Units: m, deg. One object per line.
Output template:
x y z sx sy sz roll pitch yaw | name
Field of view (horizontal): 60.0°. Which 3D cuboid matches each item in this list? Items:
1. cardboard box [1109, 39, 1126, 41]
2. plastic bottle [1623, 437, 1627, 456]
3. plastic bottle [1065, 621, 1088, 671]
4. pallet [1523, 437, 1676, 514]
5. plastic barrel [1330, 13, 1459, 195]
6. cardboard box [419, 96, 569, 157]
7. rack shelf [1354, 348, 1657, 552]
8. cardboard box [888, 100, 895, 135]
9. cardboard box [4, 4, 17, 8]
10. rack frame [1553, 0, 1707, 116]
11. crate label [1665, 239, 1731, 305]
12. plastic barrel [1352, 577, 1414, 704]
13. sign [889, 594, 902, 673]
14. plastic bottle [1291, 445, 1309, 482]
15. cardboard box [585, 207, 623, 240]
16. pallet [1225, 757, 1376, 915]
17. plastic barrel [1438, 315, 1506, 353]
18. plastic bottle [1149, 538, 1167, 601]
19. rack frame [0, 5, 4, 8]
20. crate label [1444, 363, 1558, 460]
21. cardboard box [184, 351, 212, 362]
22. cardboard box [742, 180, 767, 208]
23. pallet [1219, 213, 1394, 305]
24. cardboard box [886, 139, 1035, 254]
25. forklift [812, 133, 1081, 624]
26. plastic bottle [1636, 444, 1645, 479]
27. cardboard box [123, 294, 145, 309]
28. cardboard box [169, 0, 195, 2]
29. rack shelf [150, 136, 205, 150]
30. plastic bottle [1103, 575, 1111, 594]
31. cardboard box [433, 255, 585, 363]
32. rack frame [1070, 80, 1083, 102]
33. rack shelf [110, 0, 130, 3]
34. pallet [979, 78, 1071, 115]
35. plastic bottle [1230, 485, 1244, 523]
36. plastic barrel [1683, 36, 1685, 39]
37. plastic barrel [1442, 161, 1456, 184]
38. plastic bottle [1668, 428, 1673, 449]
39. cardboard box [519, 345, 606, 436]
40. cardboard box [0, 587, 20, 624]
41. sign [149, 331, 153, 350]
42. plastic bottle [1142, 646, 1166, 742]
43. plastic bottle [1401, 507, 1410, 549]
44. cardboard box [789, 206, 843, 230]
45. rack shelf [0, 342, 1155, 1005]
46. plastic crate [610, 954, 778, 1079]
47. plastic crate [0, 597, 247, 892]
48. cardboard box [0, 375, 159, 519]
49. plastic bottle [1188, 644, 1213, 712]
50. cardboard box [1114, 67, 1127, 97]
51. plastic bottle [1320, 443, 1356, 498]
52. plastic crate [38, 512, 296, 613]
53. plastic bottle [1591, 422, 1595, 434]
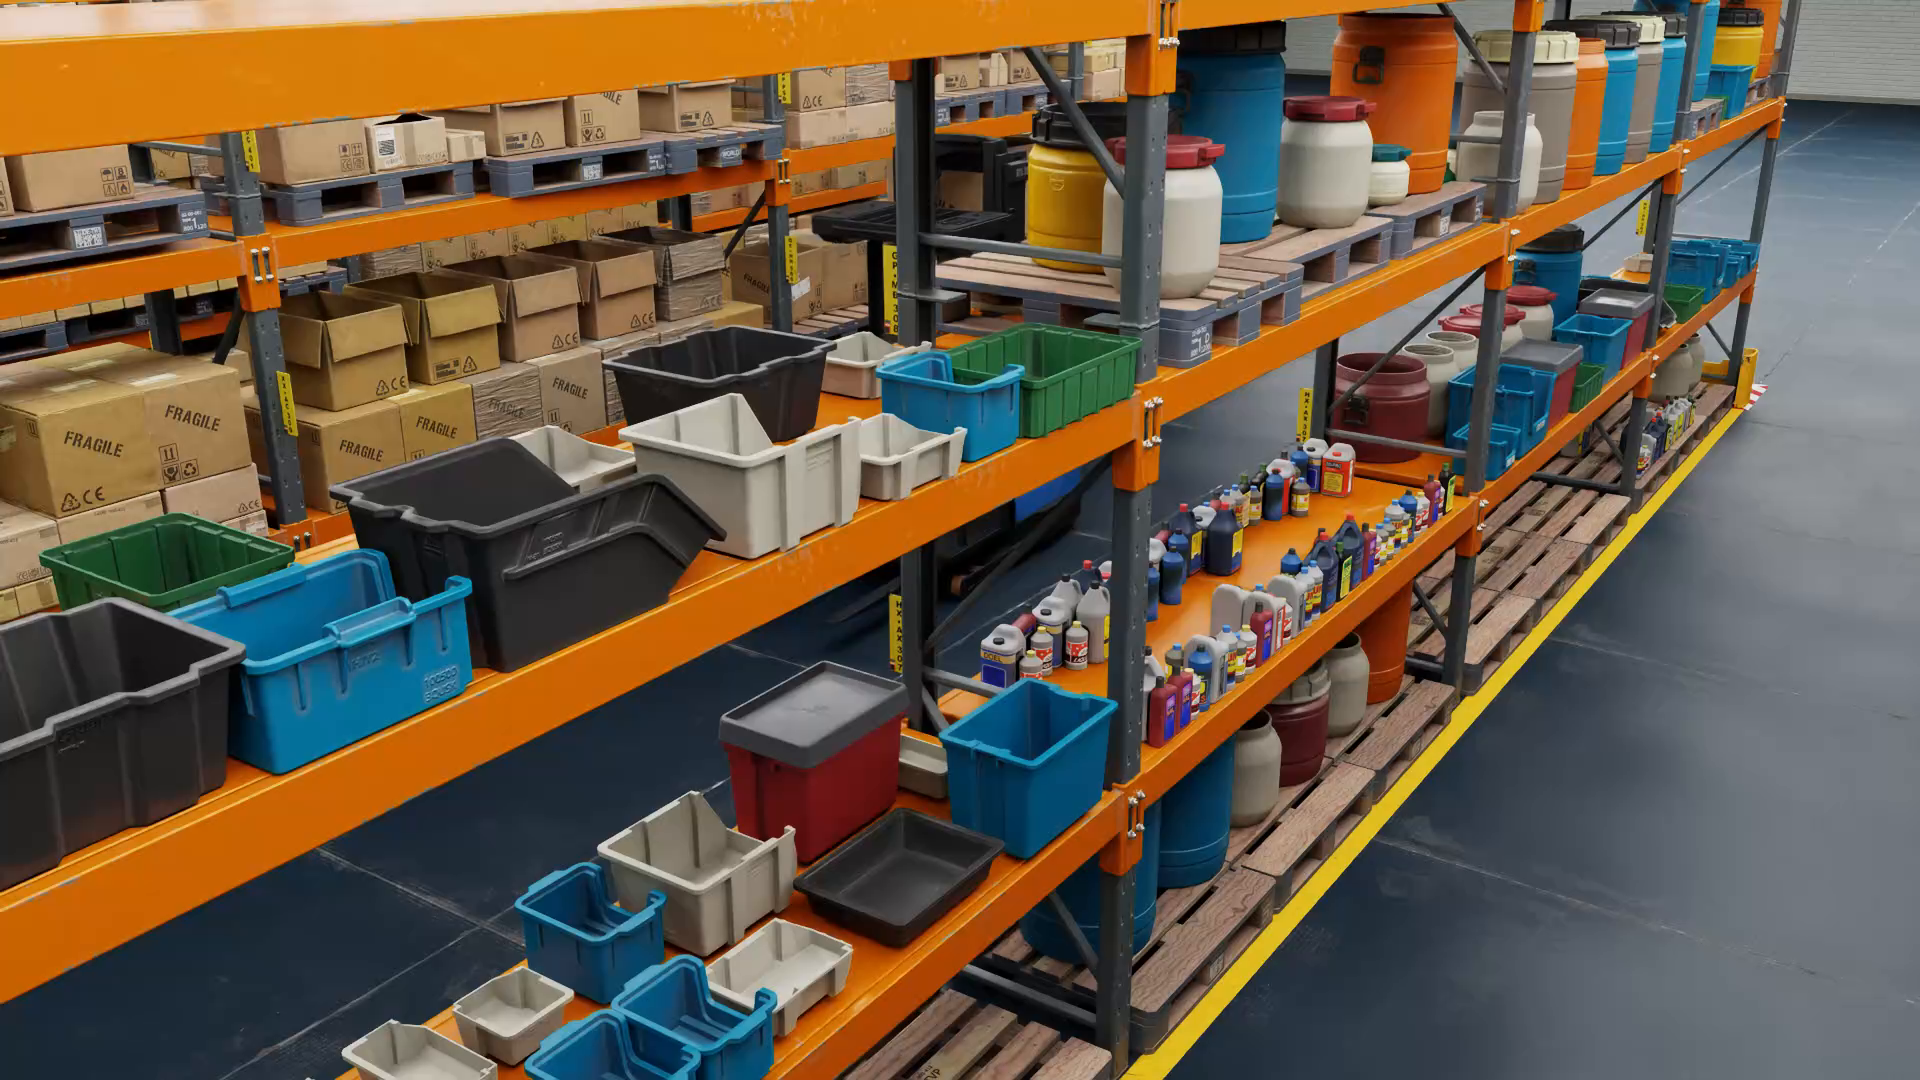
1.662 -4.841 16.346 0.380 0.149 0.250 13 24 31 | cardboard box
5.329 -0.742 13.228 0.061 0.283 0.133 13 24 32 | plastic bottle
0.493 0.442 7.034 0.097 0.201 0.097 0 20 0 | plastic bottle
5.128 -0.562 13.479 1.003 0.211 1.213 13 24 32 | pallet
2.146 -2.180 8.287 0.600 0.830 0.708 13 24 32 | plastic barrel
-2.759 -2.565 9.798 0.797 0.503 0.637 13 24 31 | cardboard box
3.592 -0.774 11.070 1.077 0.370 4.000 13 24 32 | rack shelf
-0.584 -3.222 12.543 0.500 0.250 0.500 14 24 33 | cardboard box
-12.320 -6.684 21.066 0.500 0.311 0.500 12 24 30 | cardboard box
4.716 -4.499 11.456 1.000 3.000 0.127 13 24 32 | rack frame
6.154 -2.268 14.023 0.502 0.435 0.616 13 24 32 | crate label
2.207 0.427 9.309 0.600 0.830 0.708 13 24 32 | plastic barrel
-0.235 0.373 6.535 0.100 0.325 0.005 13 24 32 | sign
1.869 -0.388 9.175 0.097 0.271 0.097 0 20 0 | plastic bottle
-3.781 -3.347 16.846 0.500 0.500 0.500 13 24 31 | cardboard box
1.373 1.353 8.302 1.003 0.211 1.213 13 24 32 | pallet
3.342 -1.182 10.942 0.433 0.535 0.433 0 20 0 | plastic barrel
0.868 0.138 7.748 0.152 0.276 0.135 13 24 32 | plastic bottle
-9.824 -6.250 16.189 1.000 3.000 0.127 13 24 32 | rack frame
3.250 -0.786 10.016 0.502 0.435 0.616 13 24 32 | crate label
-6.415 -1.339 13.477 0.500 0.250 0.500 14 24 33 | cardboard box
-2.536 -4.120 18.863 0.875 0.550 0.550 13 24 32 | cardboard box
1.214 -1.278 7.344 1.003 0.211 1.213 13 24 32 | pallet
0.058 -2.929 14.388 1.000 1.000 1.000 13 24 32 | cardboard box
-0.275 -1.164 11.187 1.130 2.935 3.031 12 23 29 | forklift
5.258 -0.618 12.909 0.097 0.271 0.097 0 20 0 | plastic bottle
-6.447 -1.902 12.839 0.380 0.149 0.250 12 23 29 | cardboard box
-8.352 -5.863 18.359 0.500 0.250 0.500 14 24 33 | cardboard box
-6.798 -2.995 12.752 1.077 0.370 4.000 13 24 32 | rack shelf
0.689 0.281 7.252 0.144 0.351 0.185 13 24 32 | plastic bottle
-2.793 -1.434 10.227 0.797 0.503 0.637 14 25 34 | cardboard box
0.620 -2.651 15.108 1.000 3.000 0.127 13 24 32 | rack frame
-2.753 -3.218 9.607 1.077 0.370 4.000 13 24 32 | rack shelf
0.185 -3.813 14.197 1.213 0.211 1.003 13 24 32 | pallet
1.405 -0.151 8.534 0.097 0.271 0.097 0 20 0 | plastic bottle
5.121 -3.426 12.114 0.421 0.512 0.421 0 20 0 | plastic barrel
2.564 -1.952 9.119 0.294 0.245 0.294 0 20 0 | plastic barrel
5.798 -0.860 13.667 0.097 0.201 0.097 0 20 0 | plastic bottle
-2.562 -0.923 10.292 0.500 0.500 0.500 14 24 33 | cardboard box
-4.500 0.282 7.540 0.380 0.149 0.250 13 24 31 | cardboard box
-4.331 -0.964 8.994 0.100 0.325 0.005 13 24 32 | sign
0.708 0.584 6.433 0.144 0.351 0.185 13 24 32 | plastic bottle
2.219 -0.065 8.404 0.097 0.201 0.097 0 20 0 | plastic bottle
-1.996 -3.535 19.955 0.875 0.875 0.875 13 24 31 | cardboard box
-0.905 0.115 4.344 1.077 0.370 4.000 13 24 32 | rack shelf
-0.709 1.338 4.479 0.416 0.233 0.300 13 24 32 | plastic crate
-1.582 0.356 2.842 0.497 0.269 0.590 13 24 32 | plastic crate
-4.199 -0.449 7.863 0.500 0.500 0.500 14 24 32 | cardboard box
0.958 0.546 6.651 0.097 0.271 0.097 0 20 0 | plastic bottle
1.378 -4.219 15.241 0.500 0.250 0.500 13 24 31 | cardboard box
2.083 -0.388 9.170 0.152 0.276 0.135 13 24 32 | plastic bottle
-1.711 0.112 3.620 0.450 0.188 0.336 13 24 32 | plastic crate
5.313 -1.031 14.011 0.061 0.283 0.133 13 24 32 | plastic bottle
